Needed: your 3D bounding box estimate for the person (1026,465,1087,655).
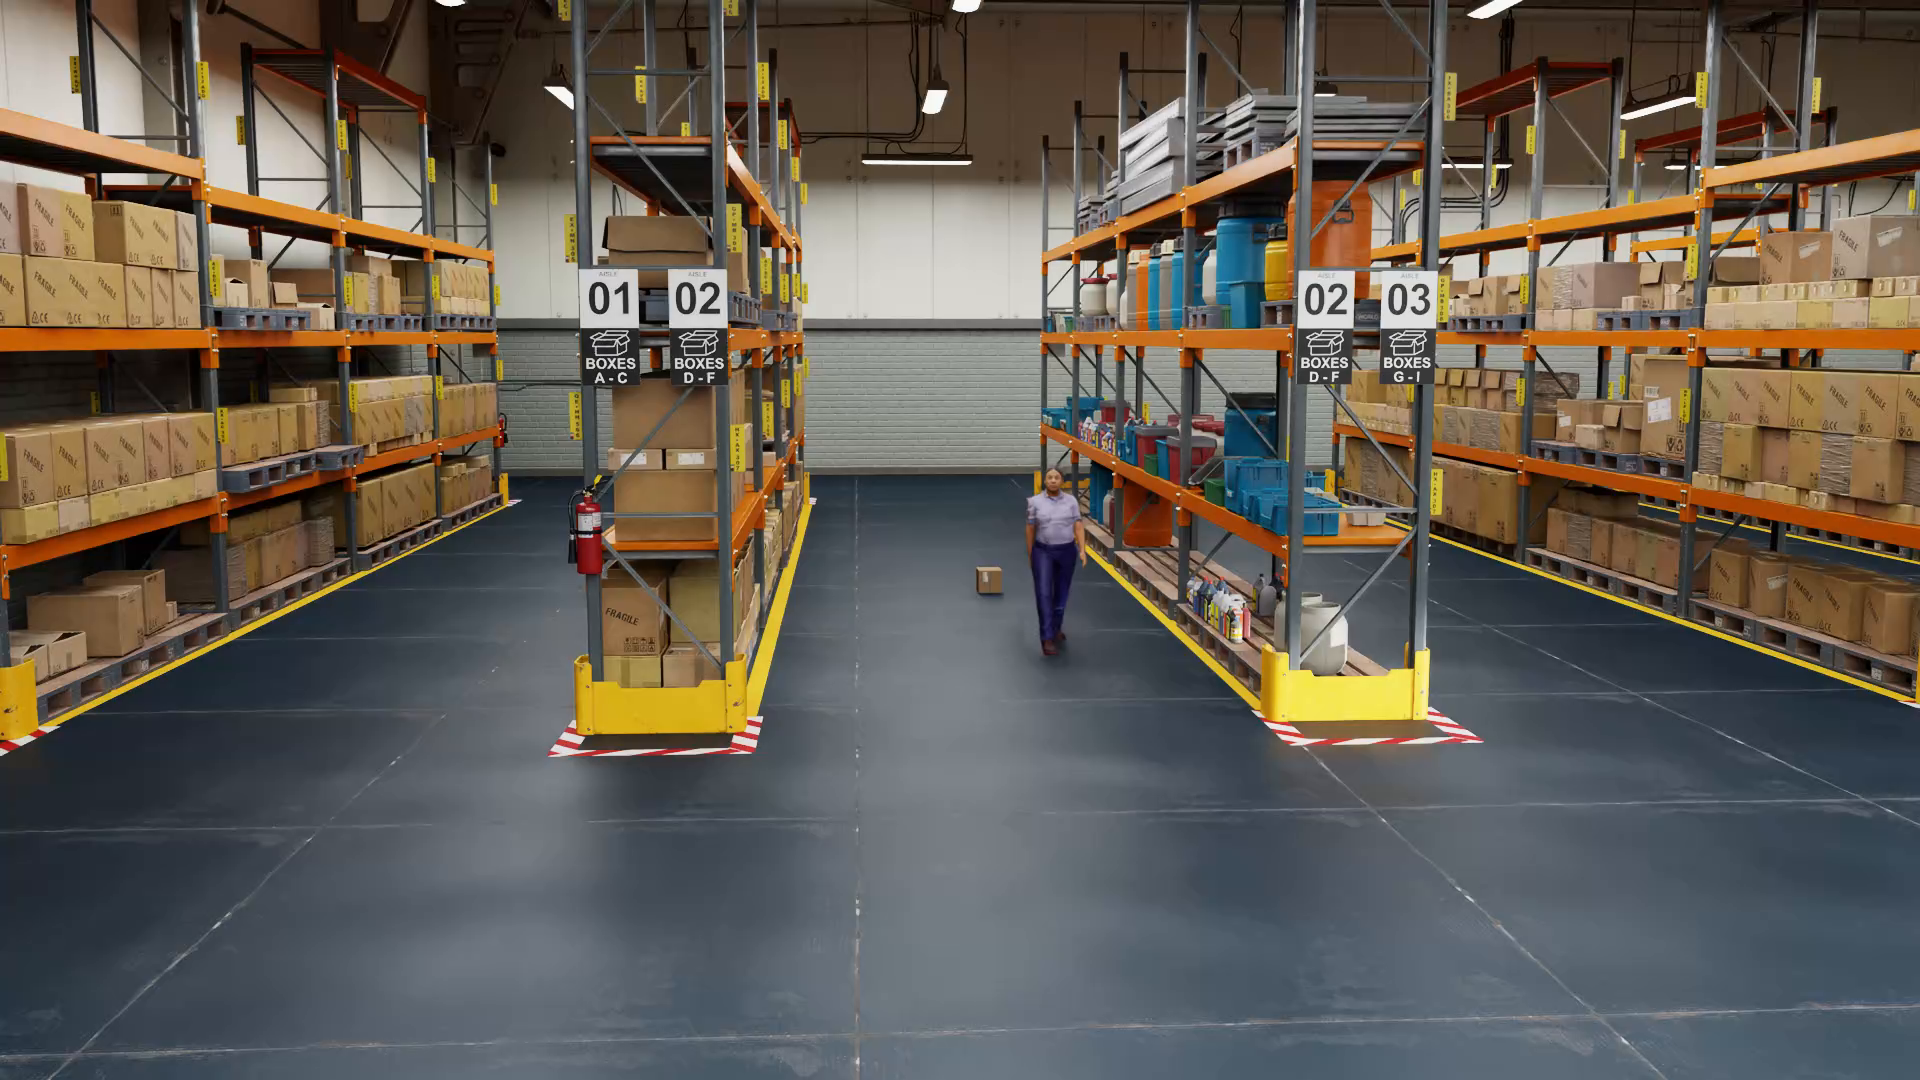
[{"bbox_3d":[0.849,0.146,14.529,0.490,1.590,0.978,-1,7,-9],"label":"person"}]
